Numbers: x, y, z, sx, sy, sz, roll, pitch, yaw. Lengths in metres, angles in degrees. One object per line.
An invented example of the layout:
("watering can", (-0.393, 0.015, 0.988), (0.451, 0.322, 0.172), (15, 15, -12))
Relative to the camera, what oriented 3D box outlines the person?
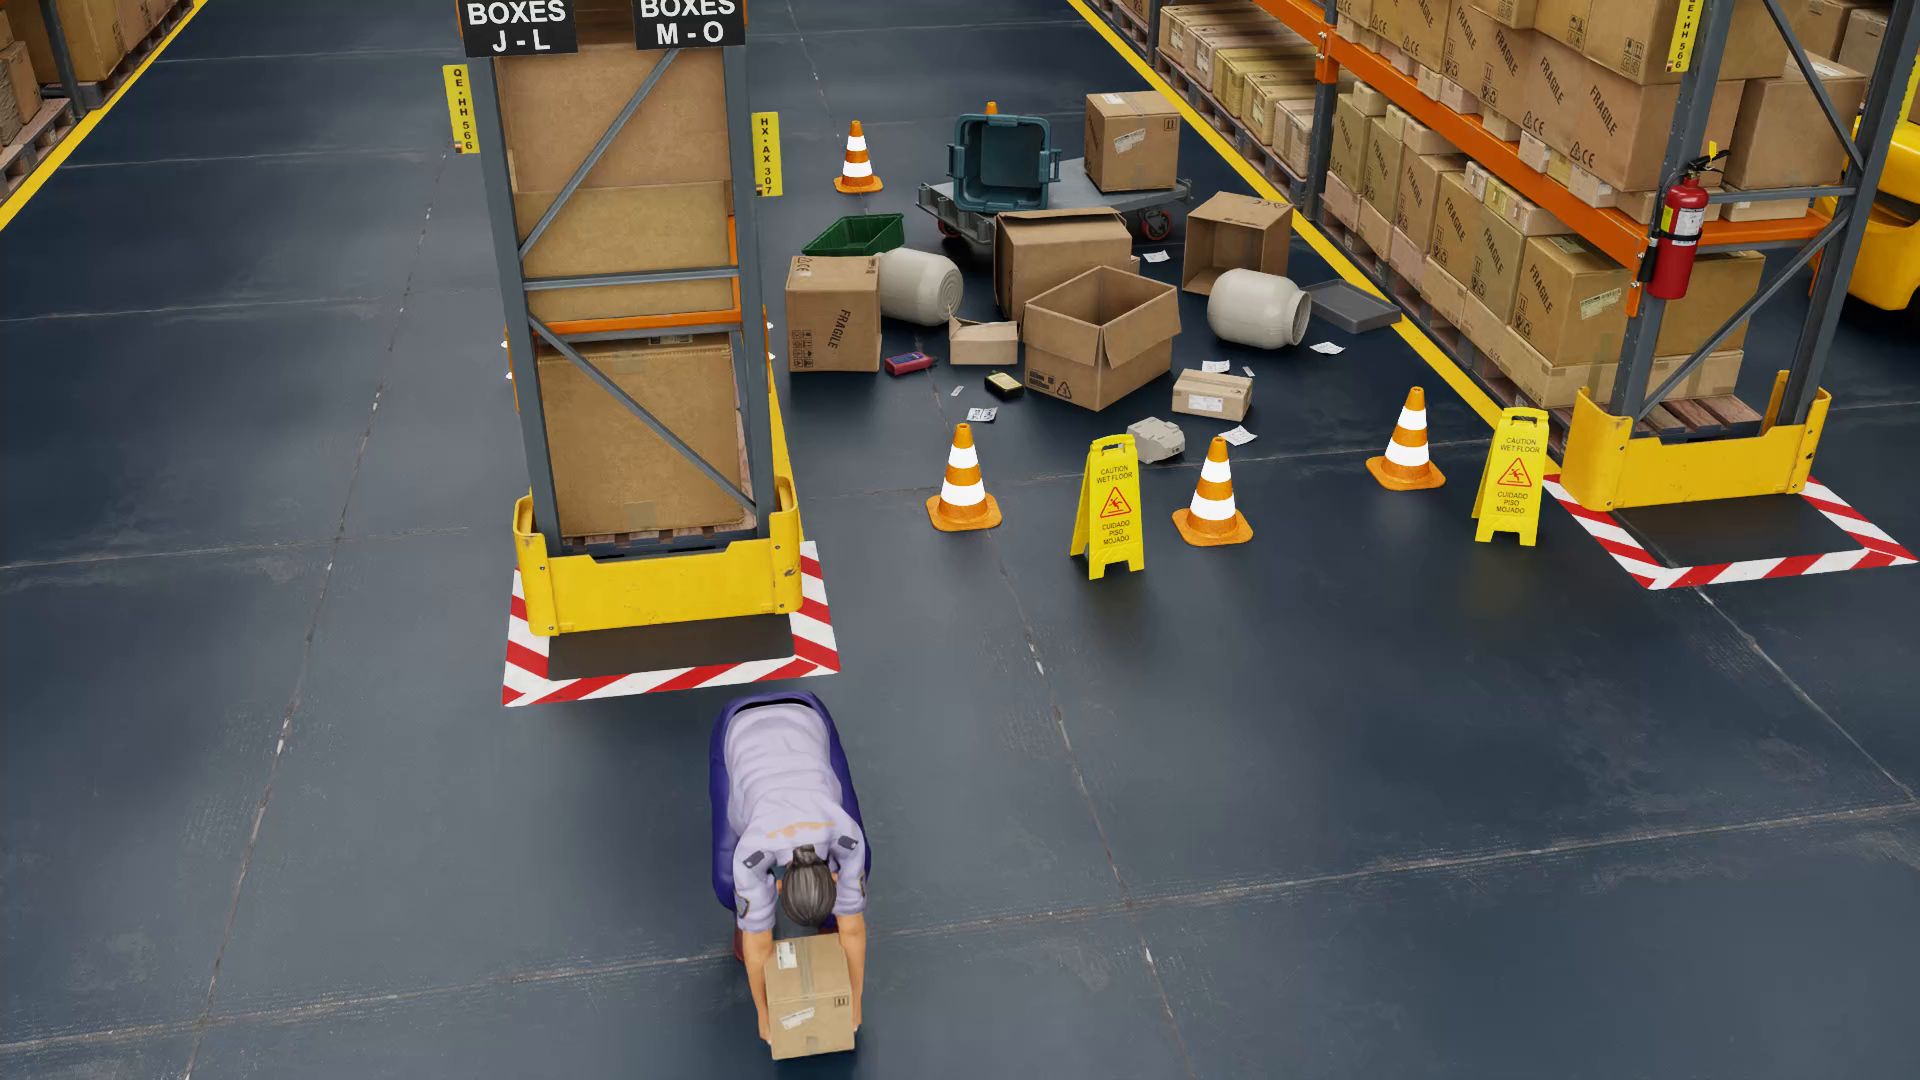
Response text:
("person", (-0.526, 1.013, 5.201), (0.502, 0.881, 0.898), (-7, 32, -11))
